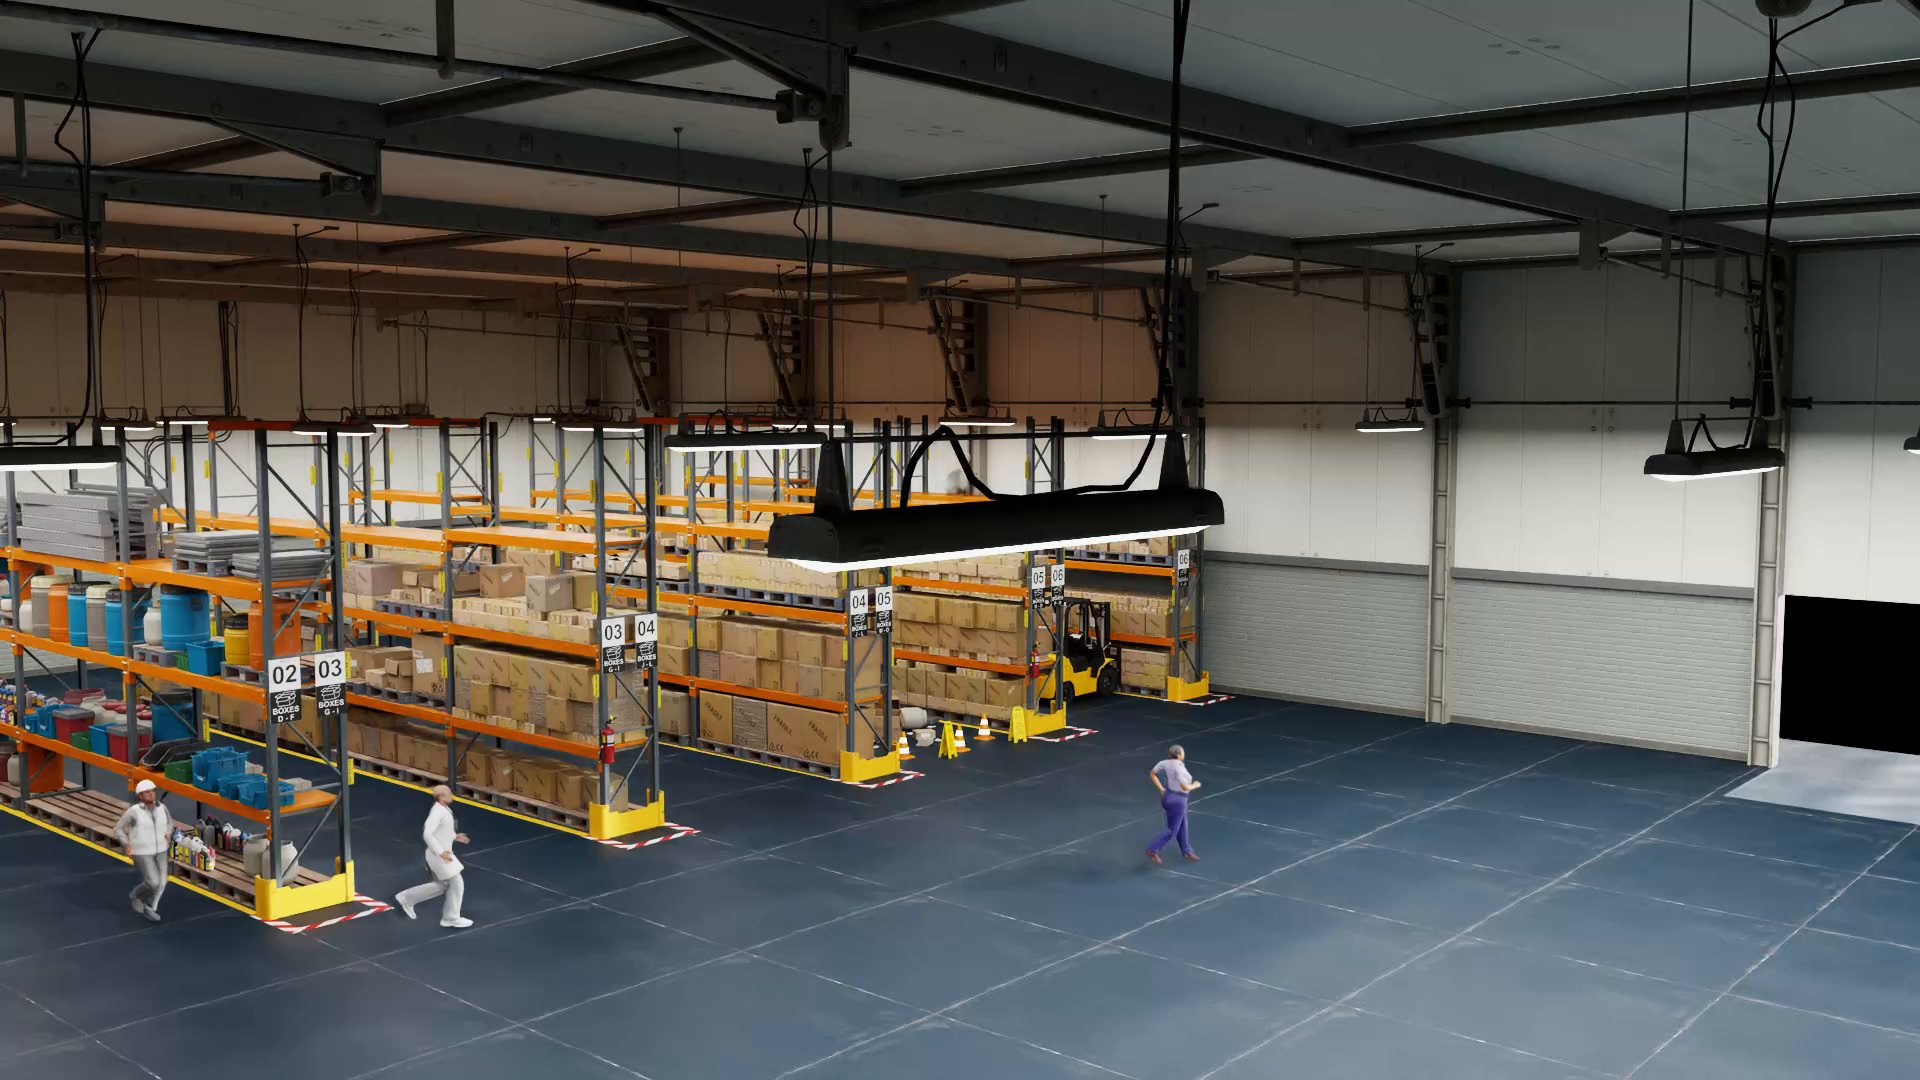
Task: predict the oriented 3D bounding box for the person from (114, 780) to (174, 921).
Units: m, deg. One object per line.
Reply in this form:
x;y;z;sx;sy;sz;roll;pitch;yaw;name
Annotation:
-9.839;3.786;20.230;0.566;1.732;0.650;3;6;35;person

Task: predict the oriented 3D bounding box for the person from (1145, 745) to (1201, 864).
2.917;3.619;22.656;0.907;1.657;0.606;-2;5;-18;person

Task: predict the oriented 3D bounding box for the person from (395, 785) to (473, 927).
-6.330;3.808;19.957;0.882;1.746;0.694;-2;5;-18;person
